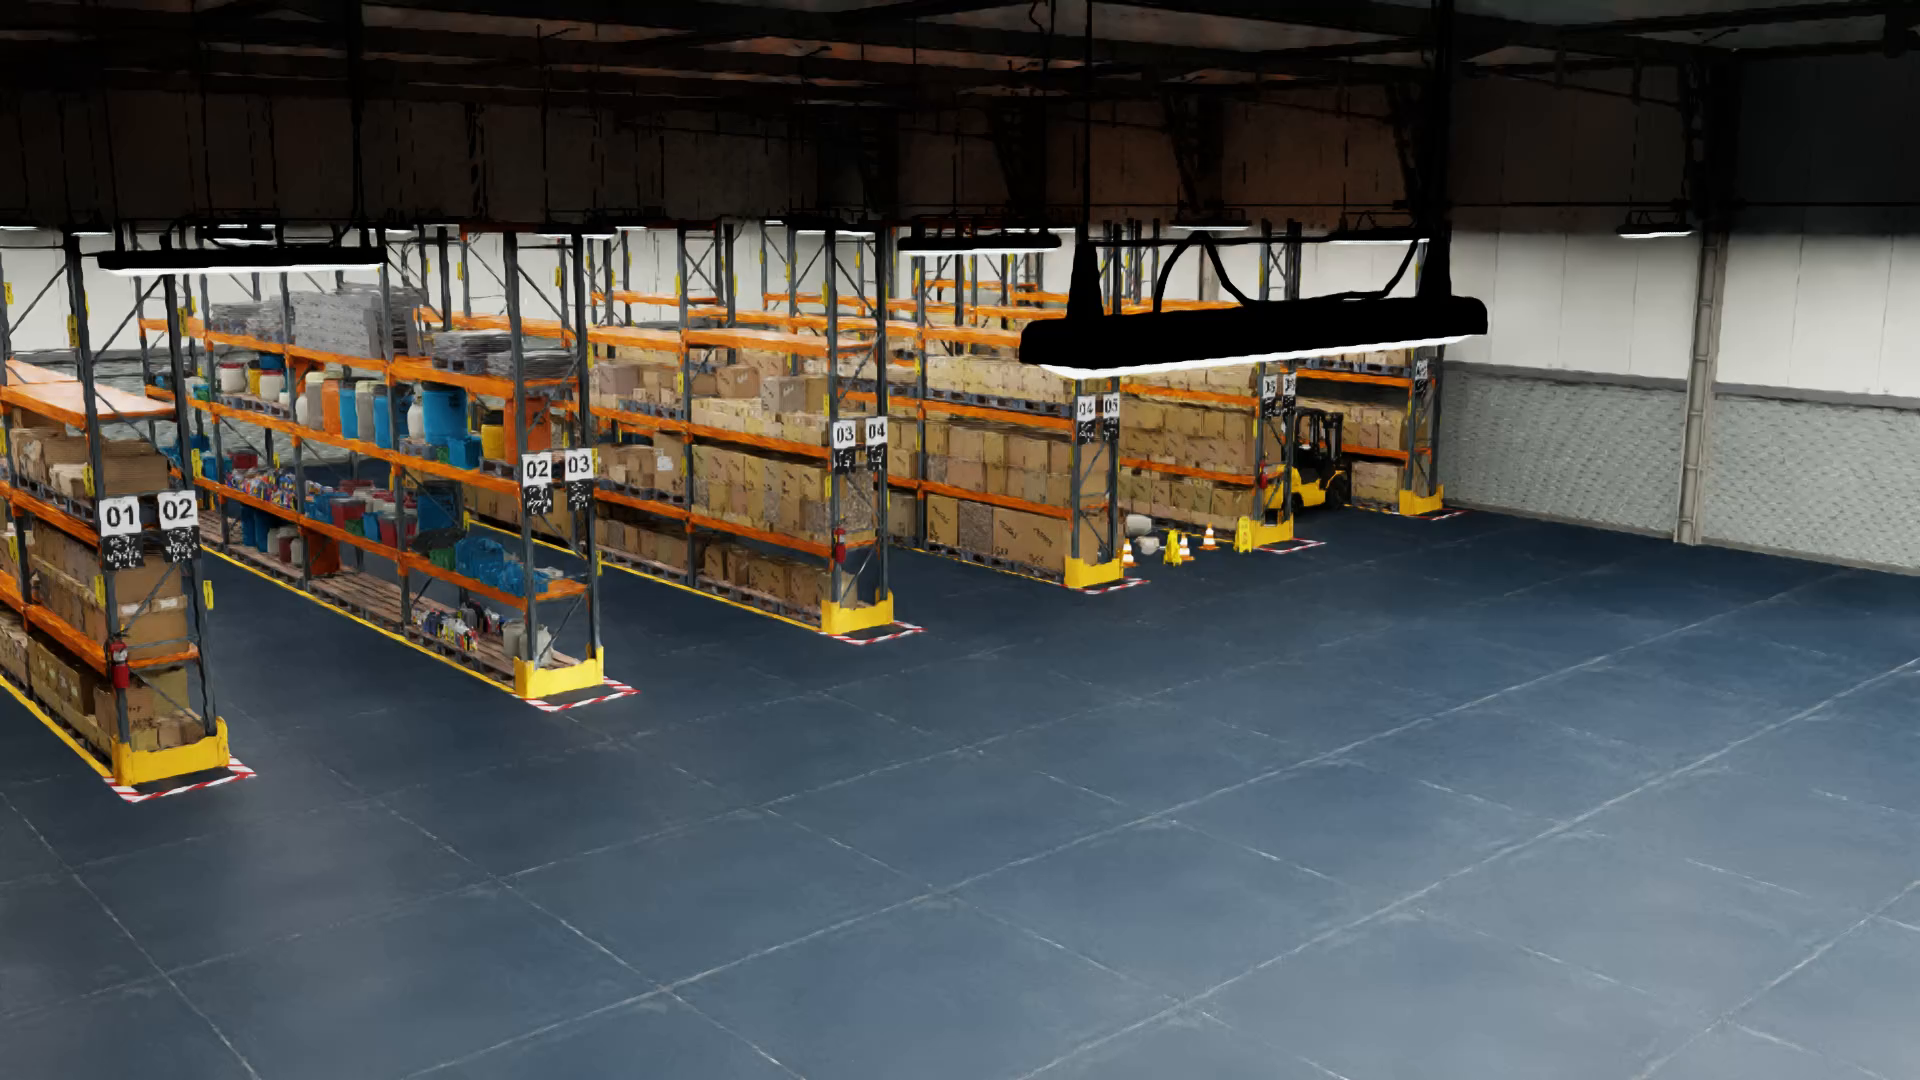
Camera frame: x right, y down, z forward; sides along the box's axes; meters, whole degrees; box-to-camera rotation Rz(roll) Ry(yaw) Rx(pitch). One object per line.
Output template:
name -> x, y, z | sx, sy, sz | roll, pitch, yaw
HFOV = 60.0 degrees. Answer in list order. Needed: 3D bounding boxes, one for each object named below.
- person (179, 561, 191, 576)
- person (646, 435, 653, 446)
person -> -13.517, -0.119, 28.718 | 0.472, 1.465, 0.414 | 4, 12, 18
person -> -8.105, -3.278, 43.663 | 0.608, 1.767, 0.635 | -1, 11, -6
